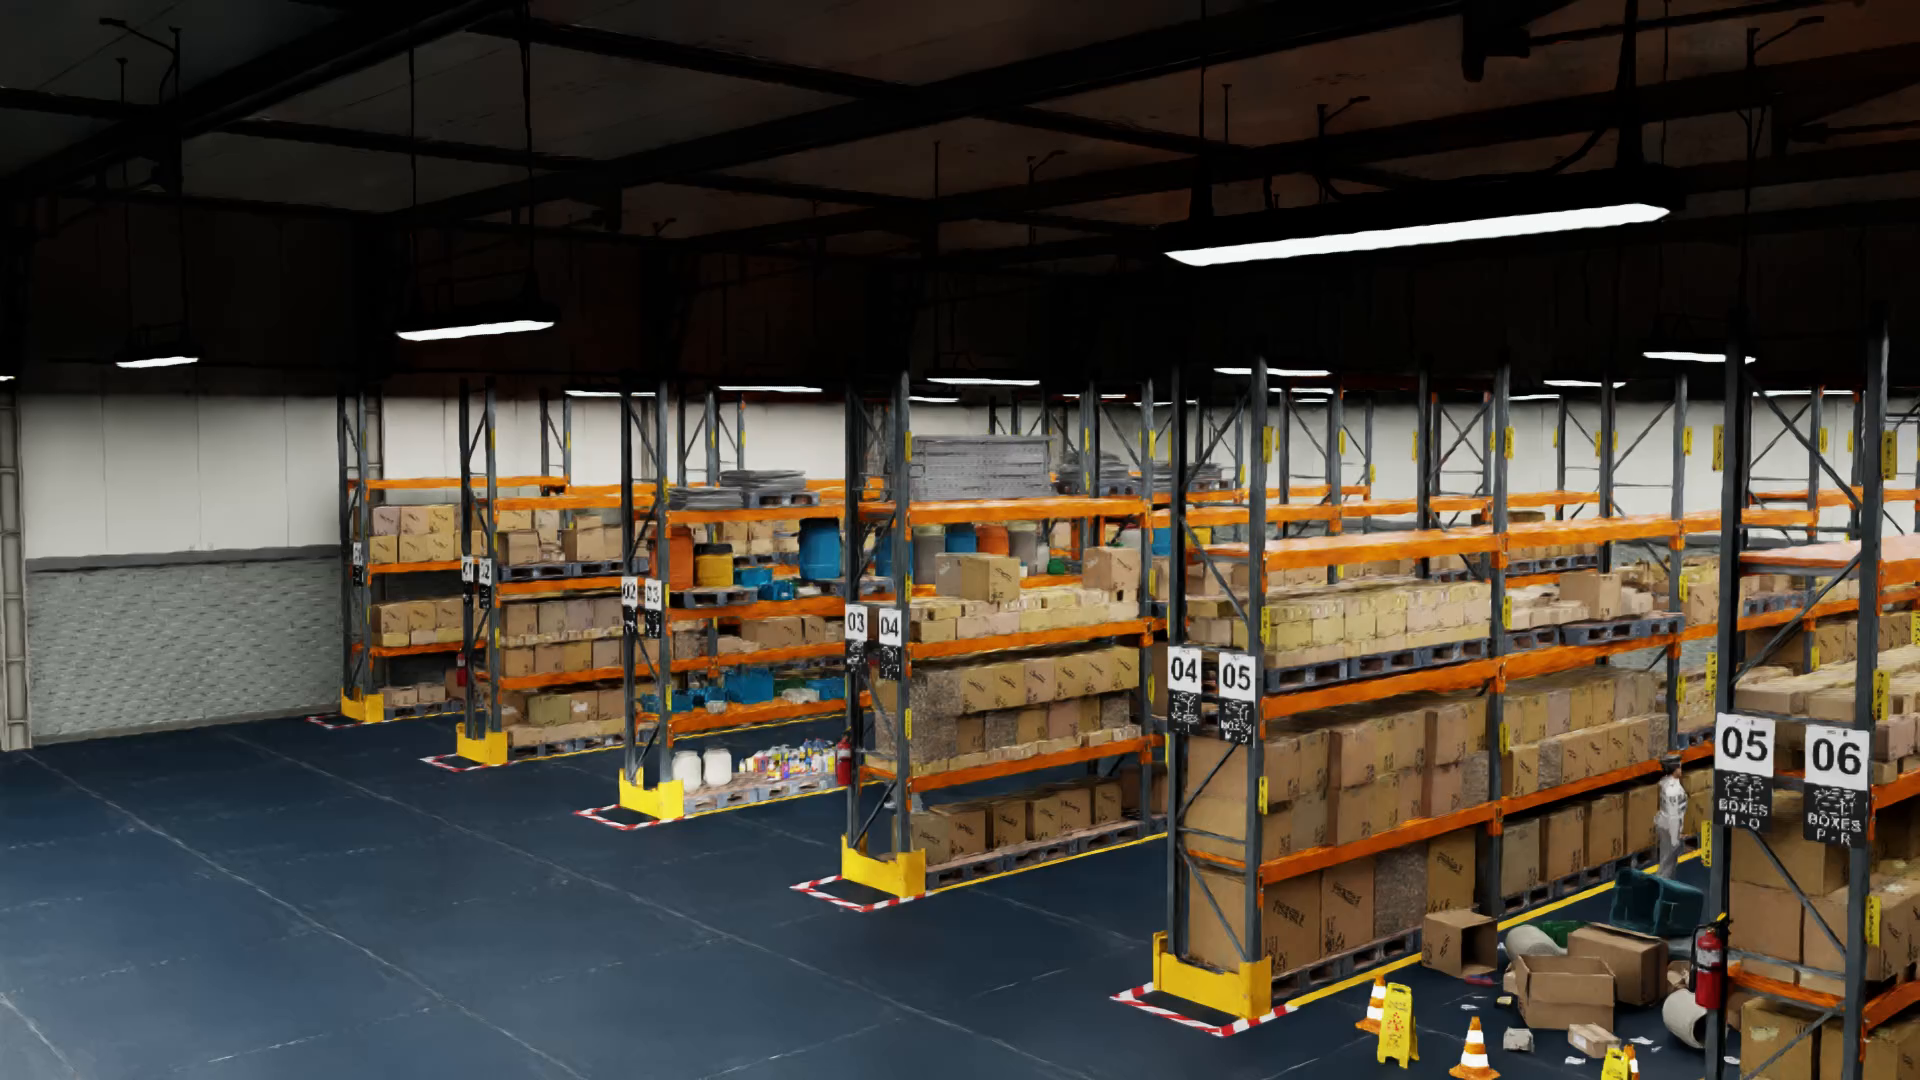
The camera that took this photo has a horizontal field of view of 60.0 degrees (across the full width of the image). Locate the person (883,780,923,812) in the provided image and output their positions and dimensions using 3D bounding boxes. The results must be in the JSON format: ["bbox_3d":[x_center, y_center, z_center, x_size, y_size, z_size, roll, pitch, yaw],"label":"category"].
[{"bbox_3d":[-0.798,2.824,22.532,0.546,1.733,0.729,-4,5,-43],"label":"person"}]

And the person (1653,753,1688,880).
[{"bbox_3d":[7.695,3.139,17.922,0.408,1.680,0.538,1,4,18],"label":"person"}]
